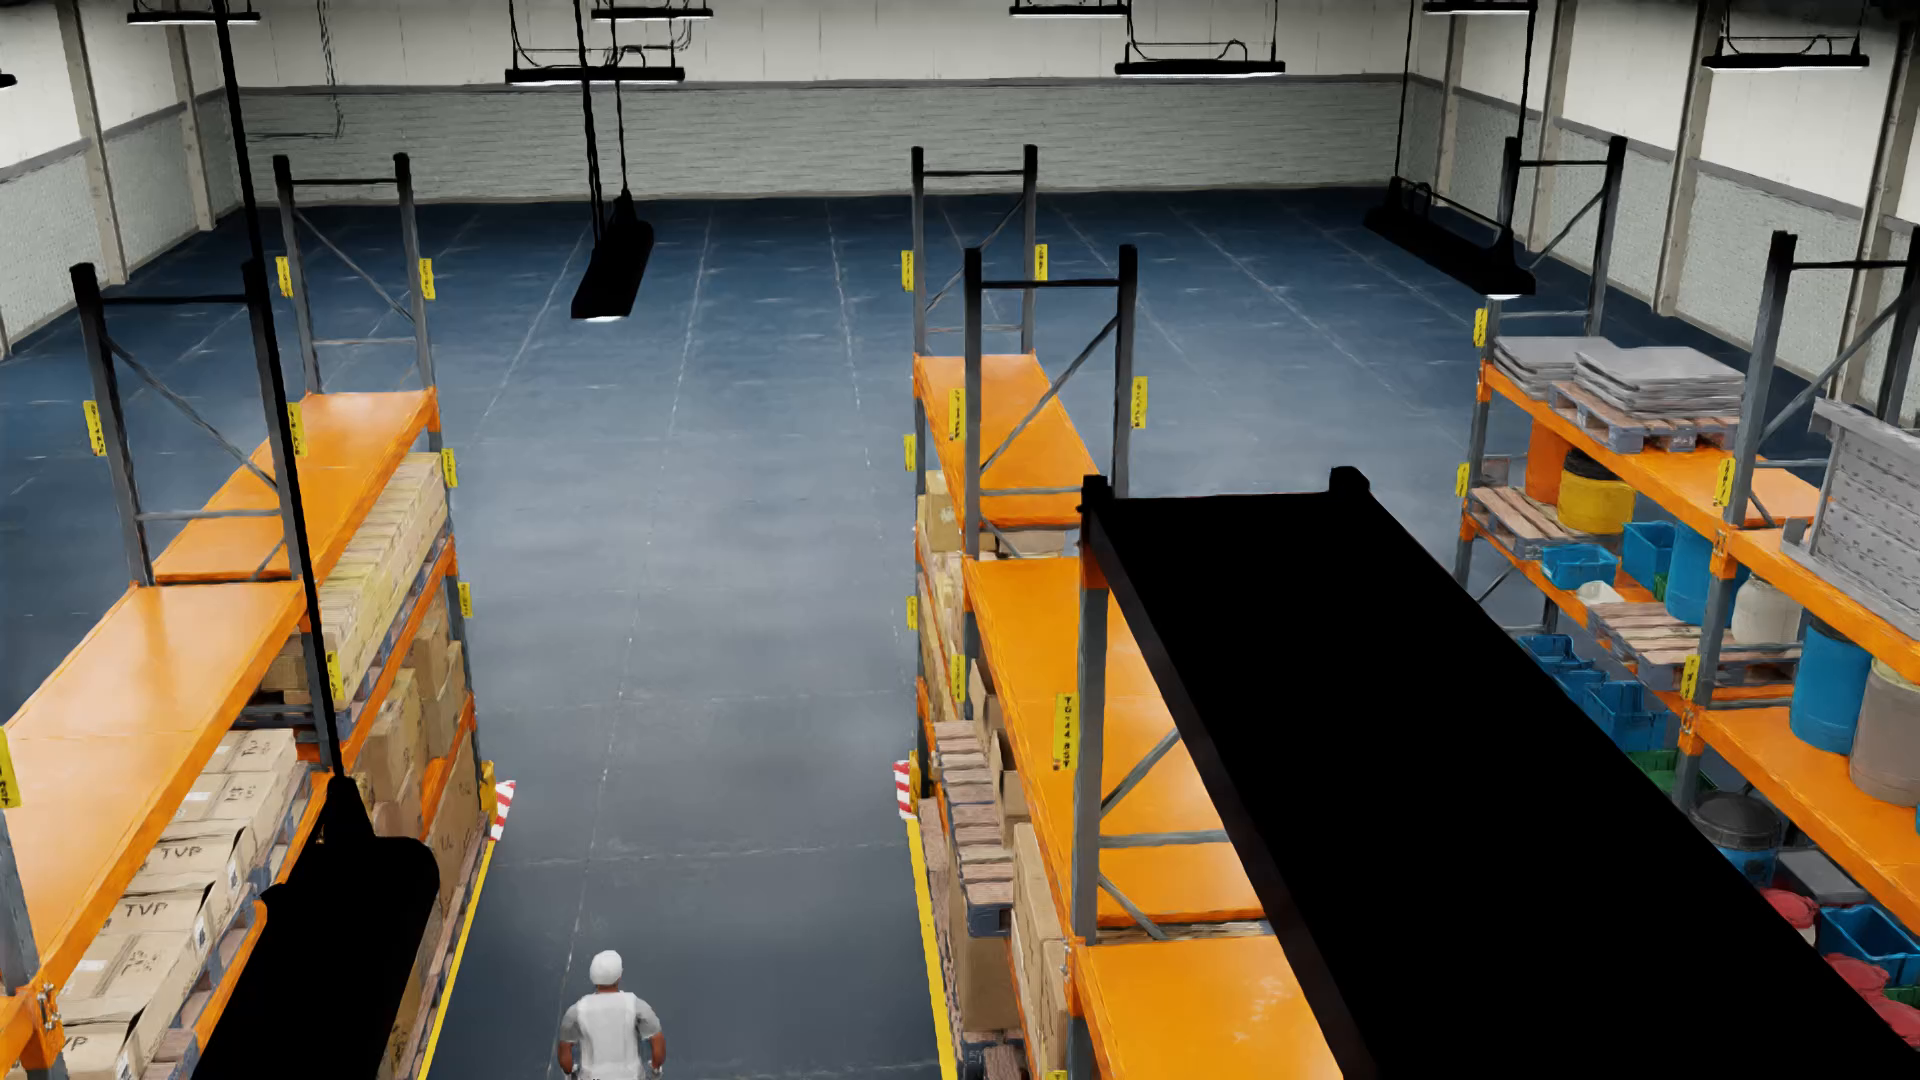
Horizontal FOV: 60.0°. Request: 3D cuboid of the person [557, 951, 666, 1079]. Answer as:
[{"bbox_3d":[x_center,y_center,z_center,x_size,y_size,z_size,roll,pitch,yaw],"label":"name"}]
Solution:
[{"bbox_3d":[-2.201,3.437,10.619,0.677,1.742,0.547,-3,22,-7],"label":"person"}]
